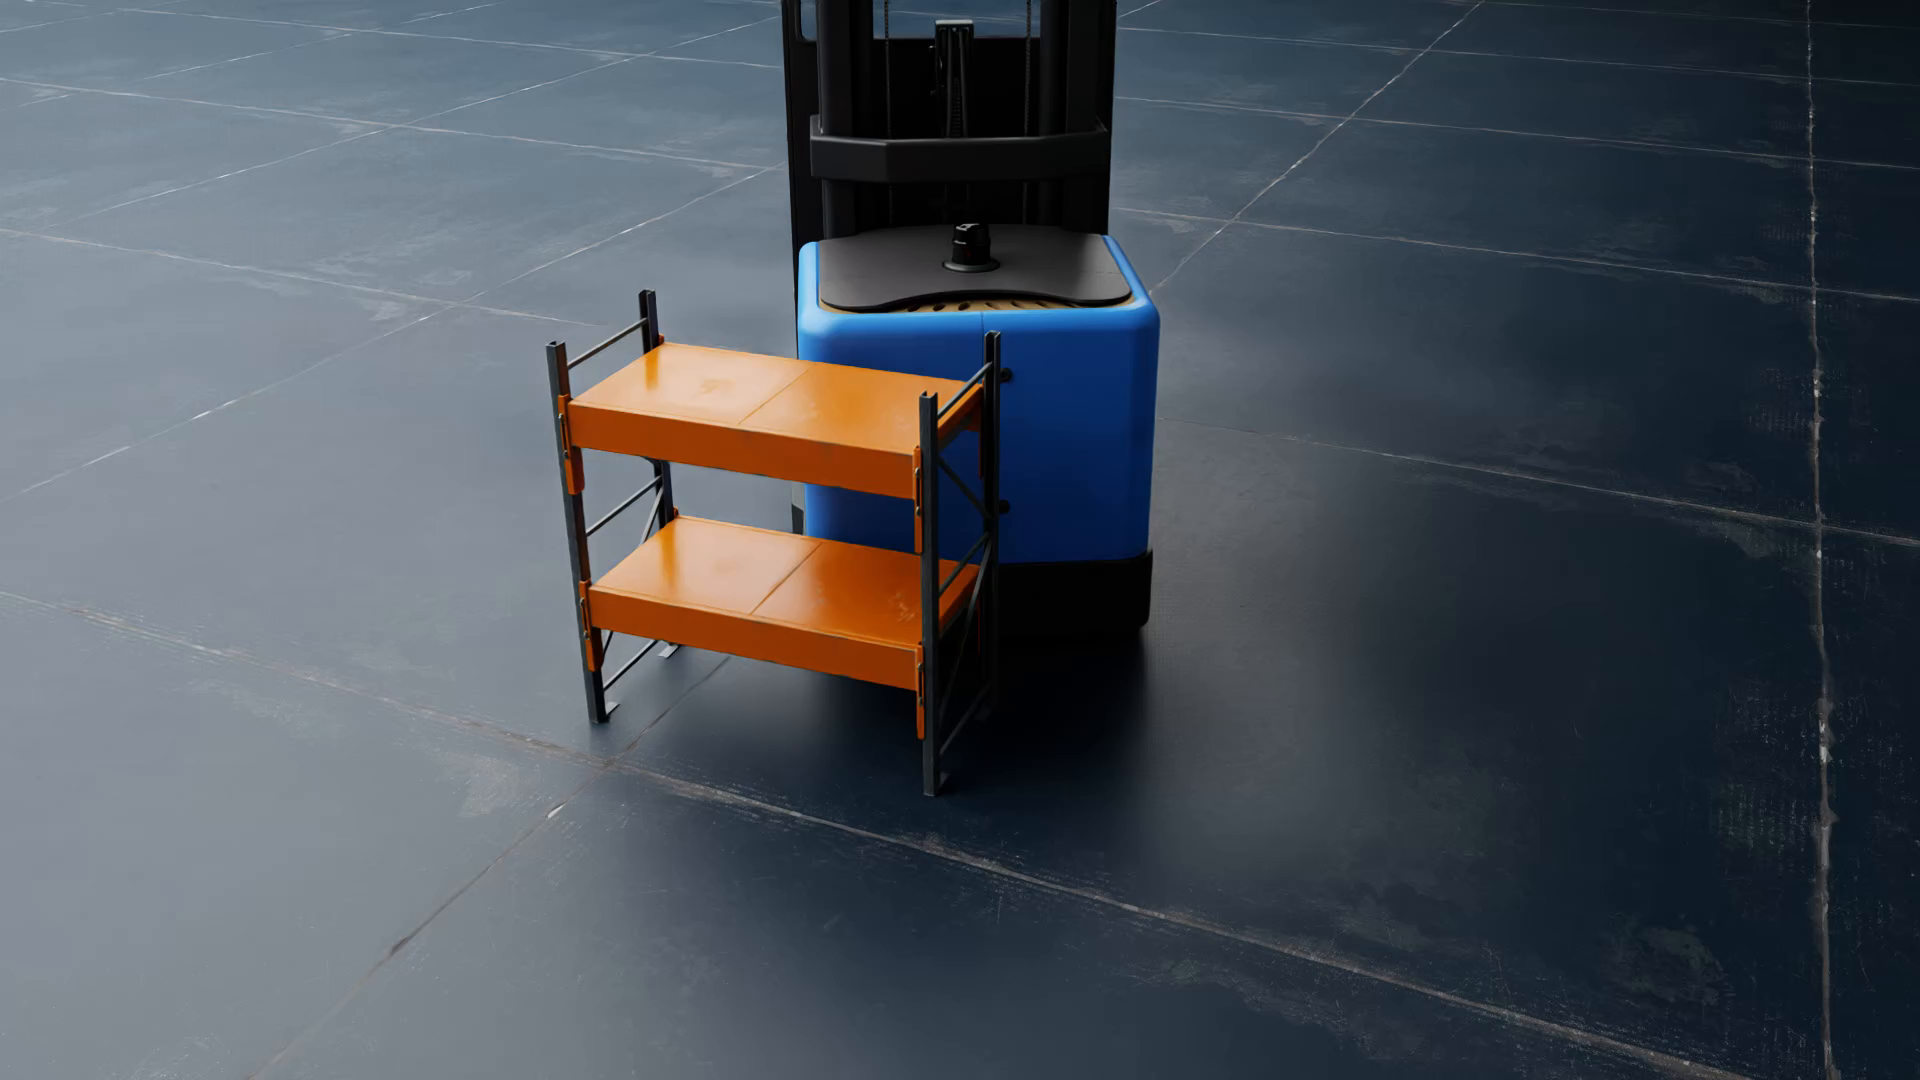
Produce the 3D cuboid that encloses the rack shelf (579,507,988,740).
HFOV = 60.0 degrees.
[{"bbox_3d":[-0.471,0.209,4.606,1.000,0.278,0.538,9,28,18],"label":"rack shelf"}]

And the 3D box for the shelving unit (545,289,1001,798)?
[{"bbox_3d":[-0.471,-0.011,4.498,1.048,1.125,0.538,9,28,18],"label":"shelving unit"}]

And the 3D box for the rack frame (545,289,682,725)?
[{"bbox_3d":[-0.947,-0.089,4.658,0.032,1.125,0.500,9,28,18],"label":"rack frame"}]

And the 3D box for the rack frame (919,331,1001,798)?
[{"bbox_3d":[0.005,0.068,4.338,0.032,1.125,0.500,9,28,18],"label":"rack frame"}]

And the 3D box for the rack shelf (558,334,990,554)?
[{"bbox_3d":[-0.471,-0.273,4.369,1.000,0.278,0.538,9,28,18],"label":"rack shelf"}]

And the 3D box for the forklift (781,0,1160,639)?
[{"bbox_3d":[-0.056,-1.623,5.729,1.130,2.935,3.031,-2,26,-4],"label":"forklift"}]
